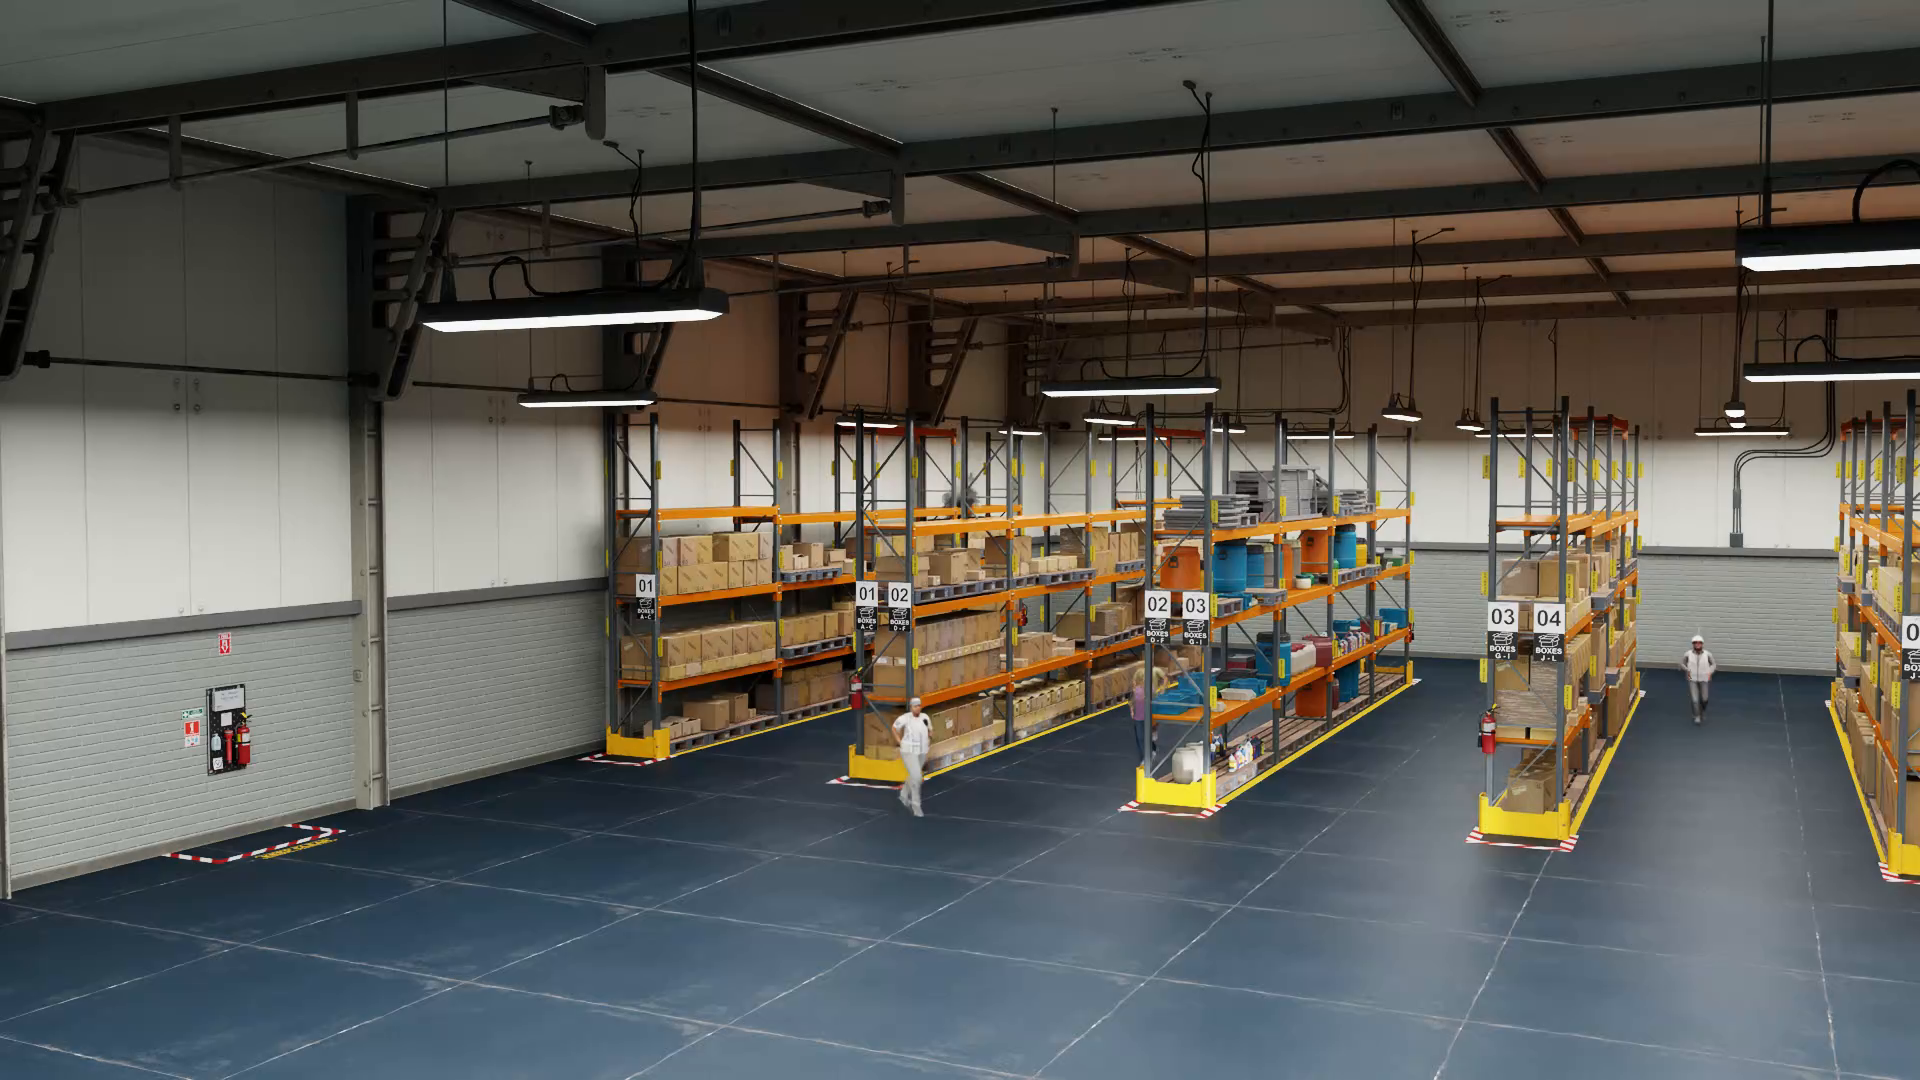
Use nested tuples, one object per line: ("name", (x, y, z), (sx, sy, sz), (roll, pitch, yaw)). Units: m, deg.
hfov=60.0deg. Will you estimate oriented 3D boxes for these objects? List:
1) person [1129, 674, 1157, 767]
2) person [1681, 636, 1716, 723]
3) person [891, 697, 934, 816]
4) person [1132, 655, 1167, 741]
("person", (3.113, 3.044, 28.058), (0.547, 1.571, 0.540), (1, 3, 26))
("person", (14.529, 2.752, 32.725), (0.636, 1.726, 0.566), (1, 3, 23))
("person", (-0.662, 3.160, 24.383), (0.576, 1.734, 0.764), (-2, 3, -35))
("person", (3.441, 2.892, 30.348), (0.630, 1.641, 0.551), (1, 2, 14))
